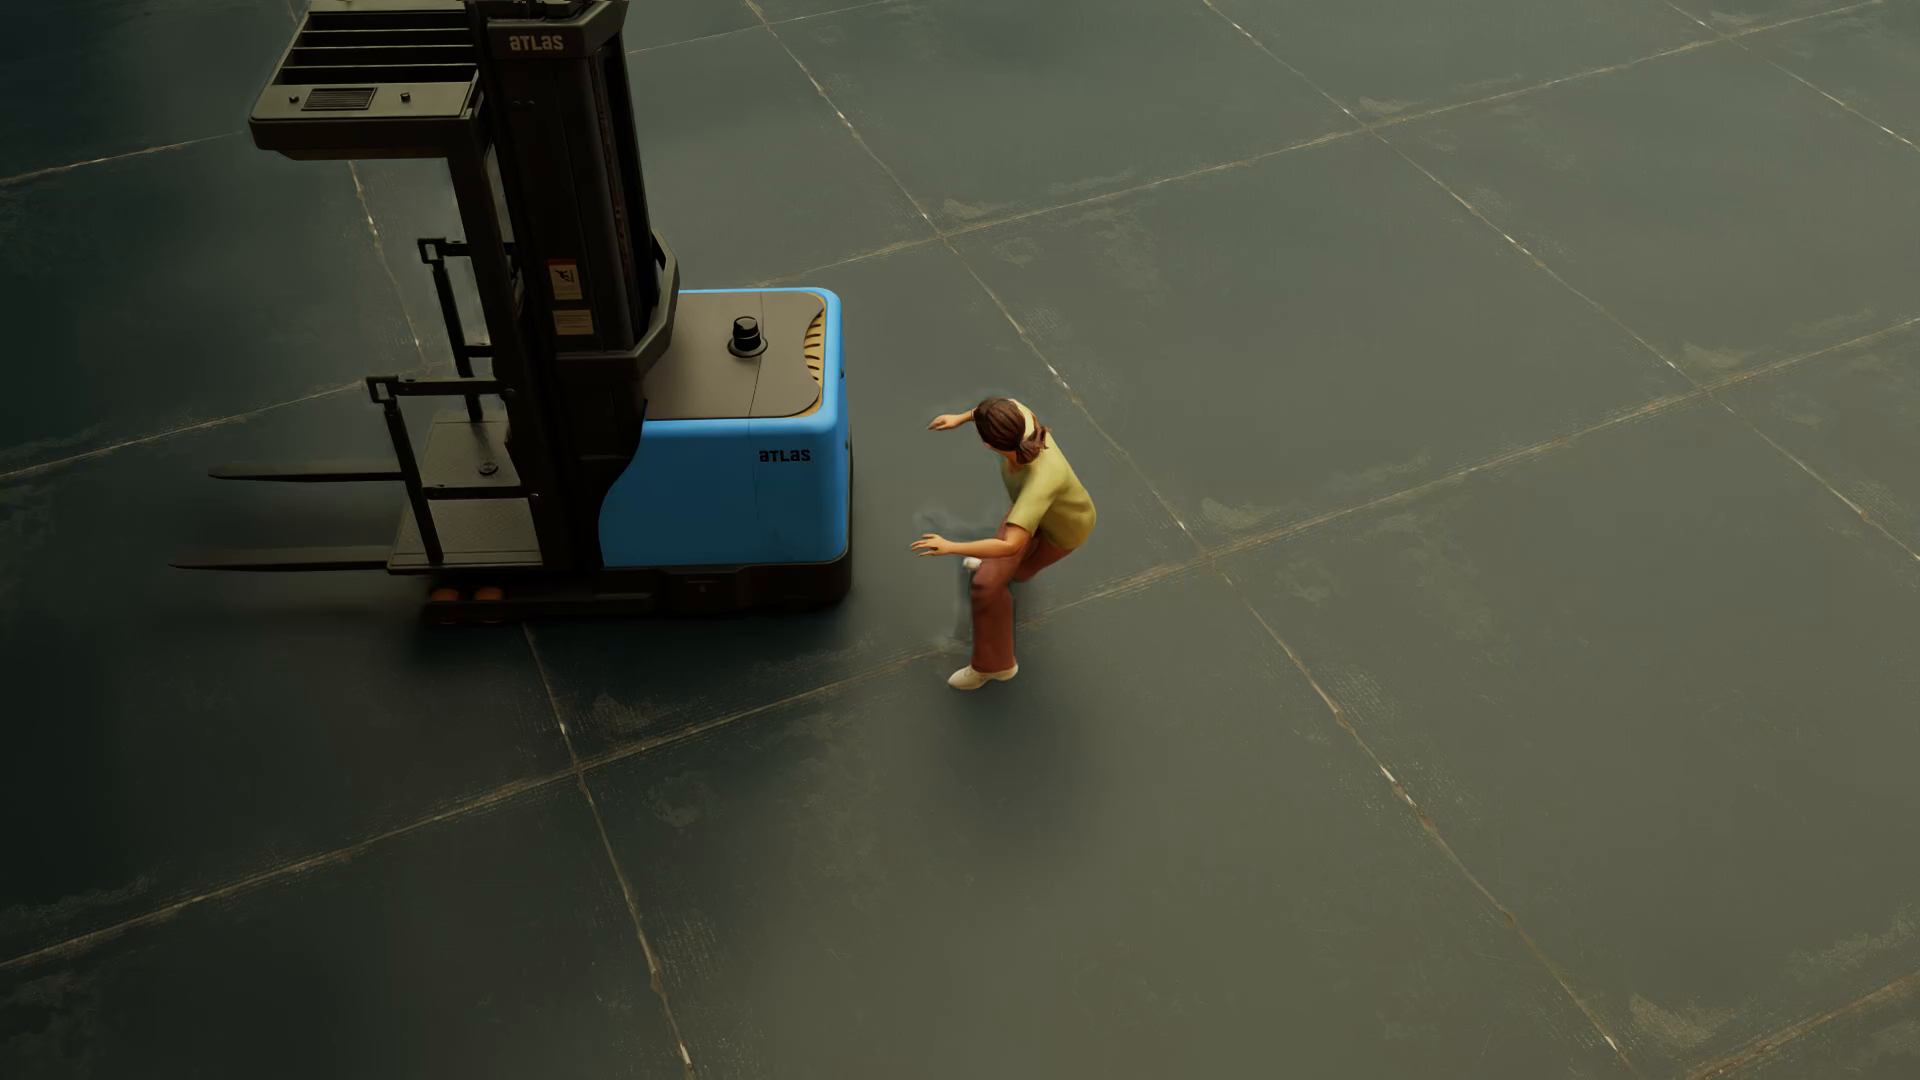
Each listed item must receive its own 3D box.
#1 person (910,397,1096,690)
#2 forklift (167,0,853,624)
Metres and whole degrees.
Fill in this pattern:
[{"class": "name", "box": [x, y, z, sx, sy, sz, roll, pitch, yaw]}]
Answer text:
[{"class": "person", "box": [0.108, -0.068, 6.861, 0.960, 1.448, 0.866, -29, 50, -27]}, {"class": "forklift", "box": [-2.022, -1.065, 6.821, 3.031, 2.935, 1.130, -1, 43, -1]}]
